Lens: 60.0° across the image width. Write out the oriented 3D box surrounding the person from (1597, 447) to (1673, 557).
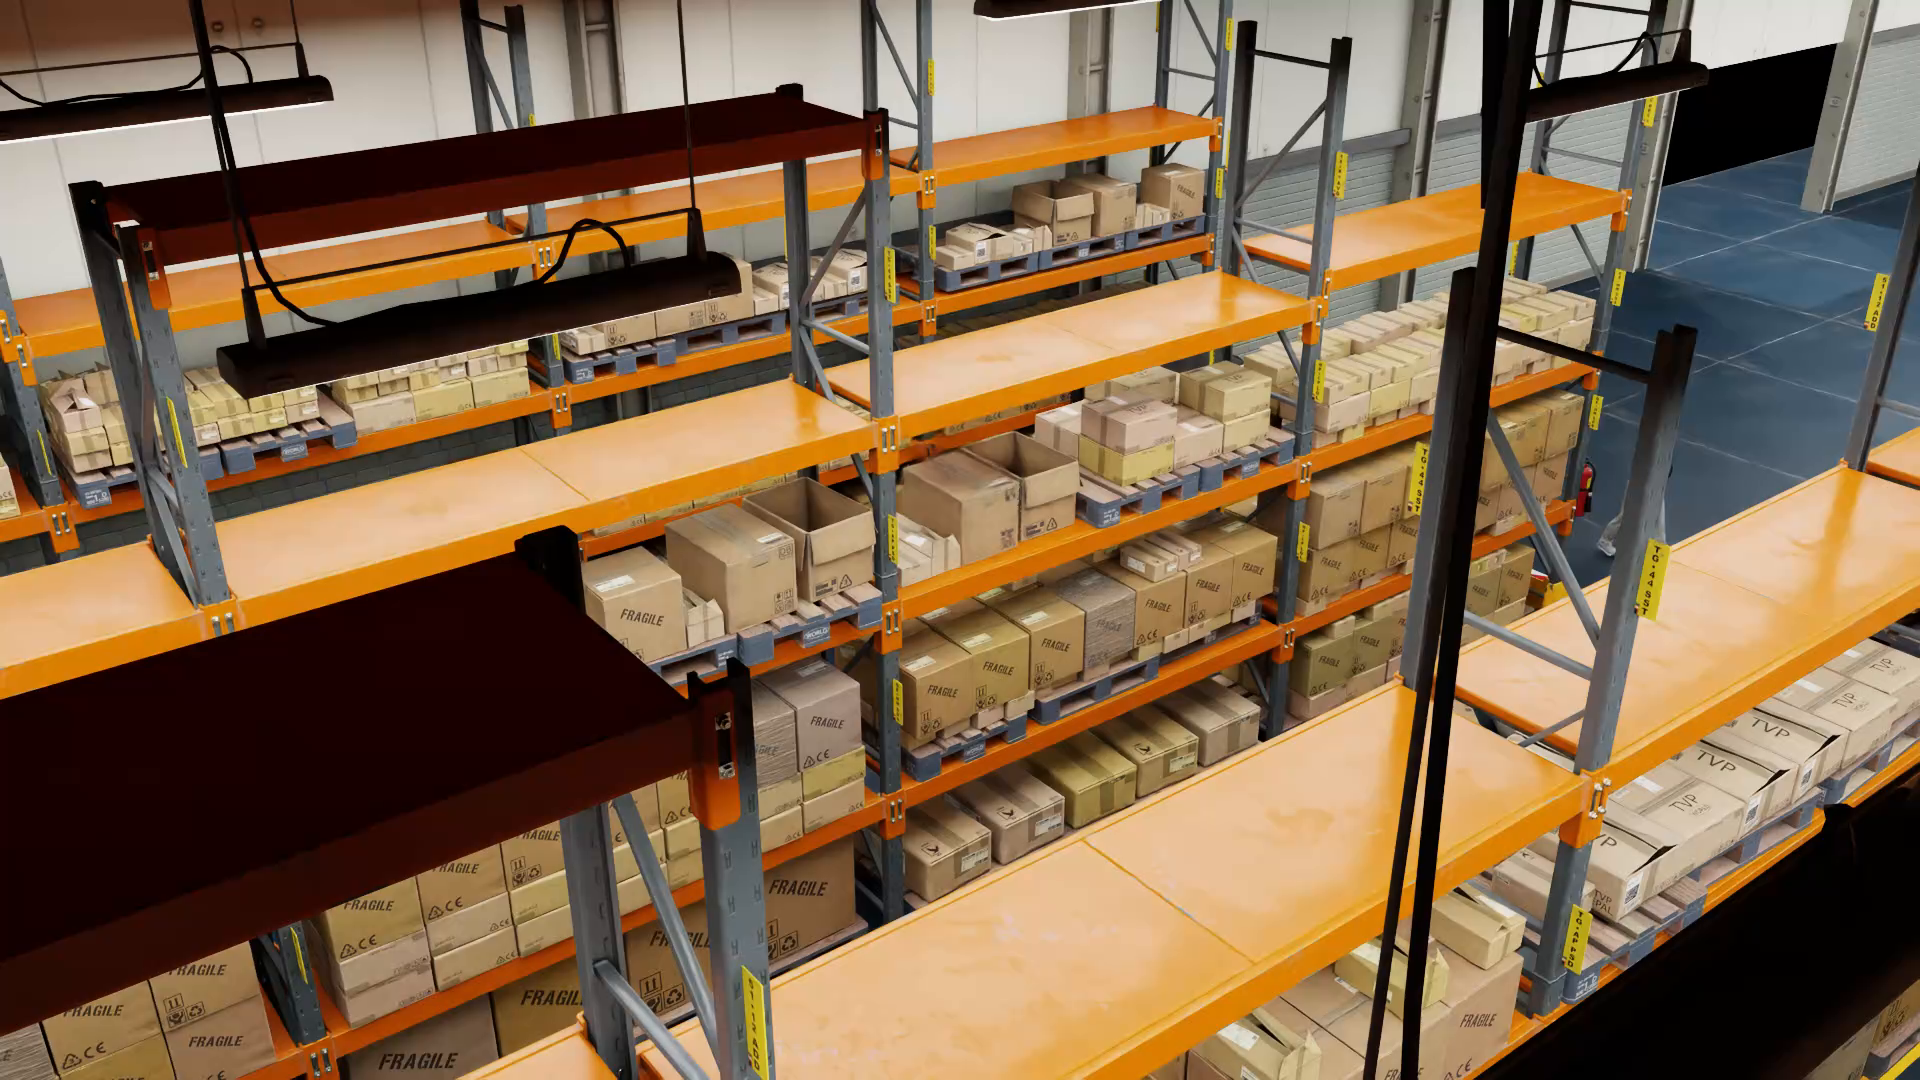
[{"bbox_3d":[7.138,-0.488,17.239,0.492,1.630,0.866,-12,29,-23],"label":"person"}]
